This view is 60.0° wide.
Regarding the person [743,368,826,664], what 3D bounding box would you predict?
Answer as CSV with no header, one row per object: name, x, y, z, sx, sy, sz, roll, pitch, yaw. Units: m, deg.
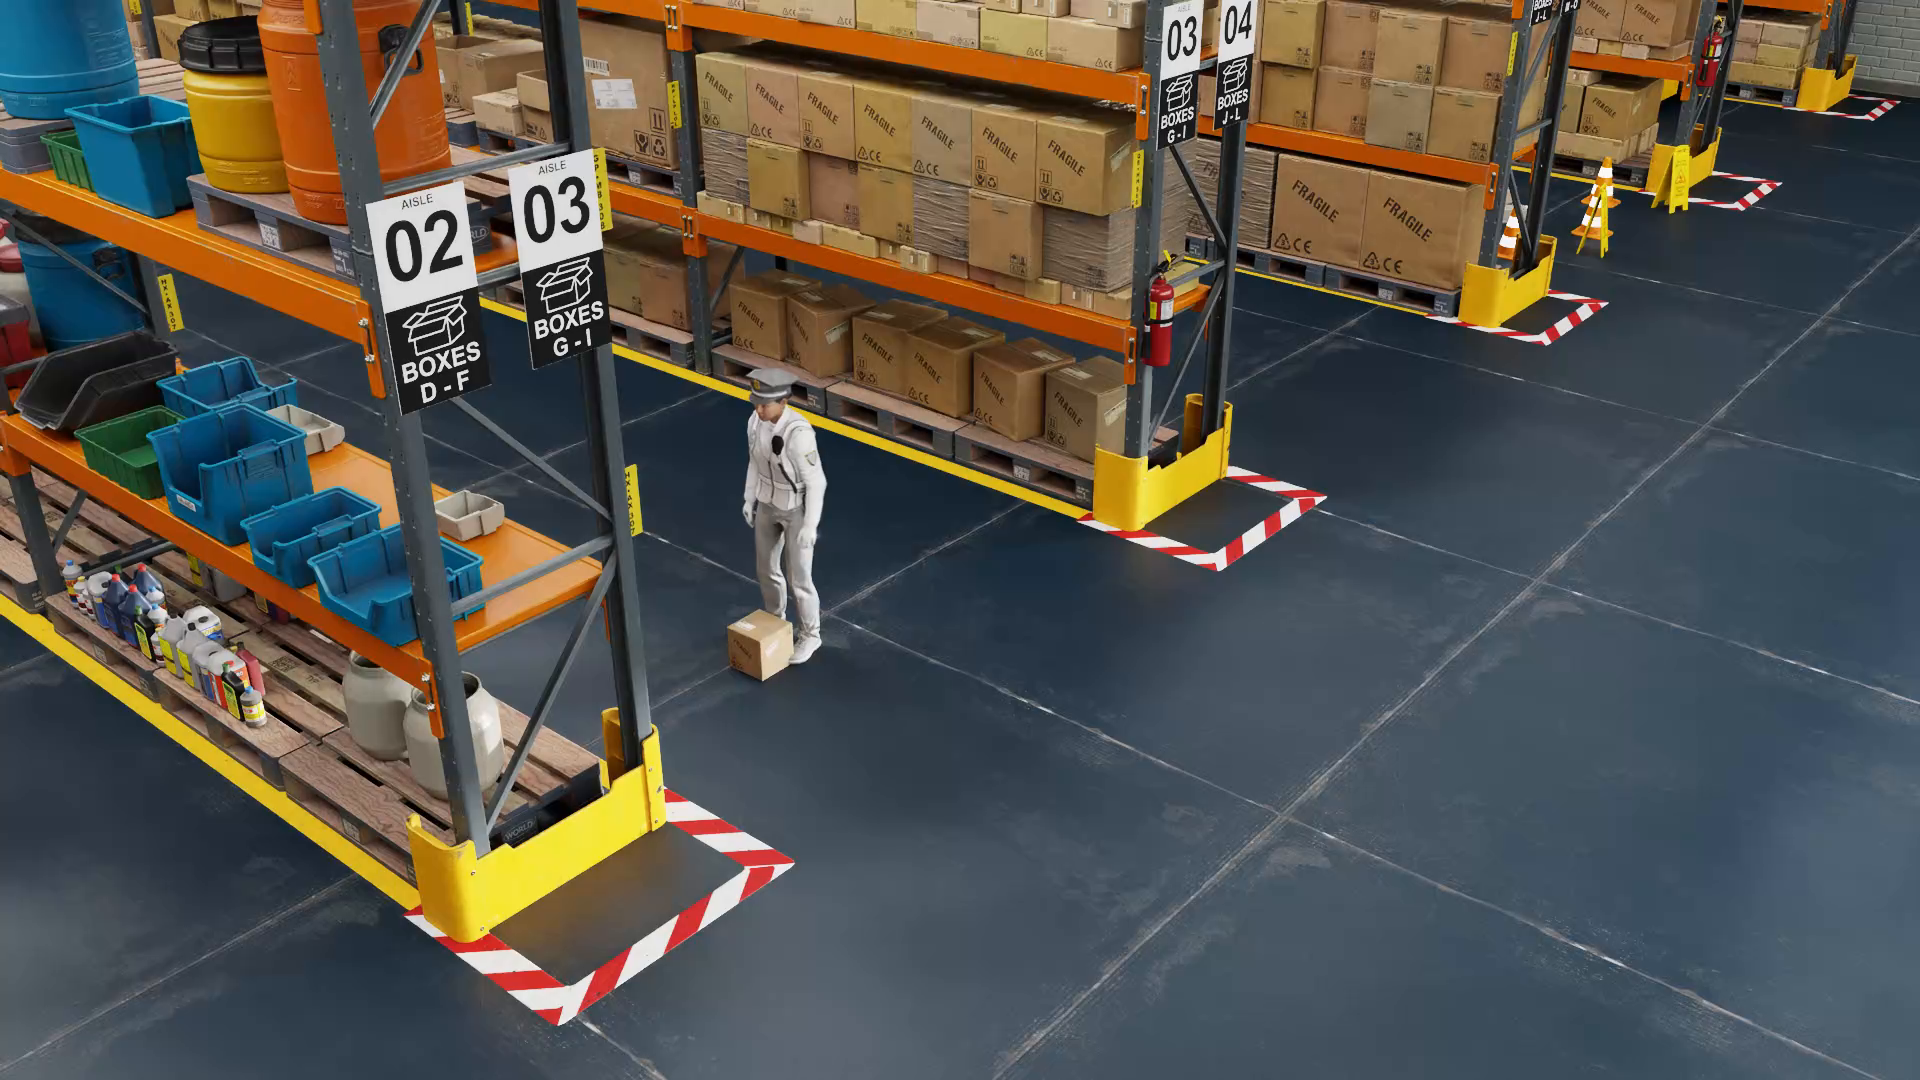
person,-0.941,-0.144,8.891,0.528,1.664,0.372,21,34,35
